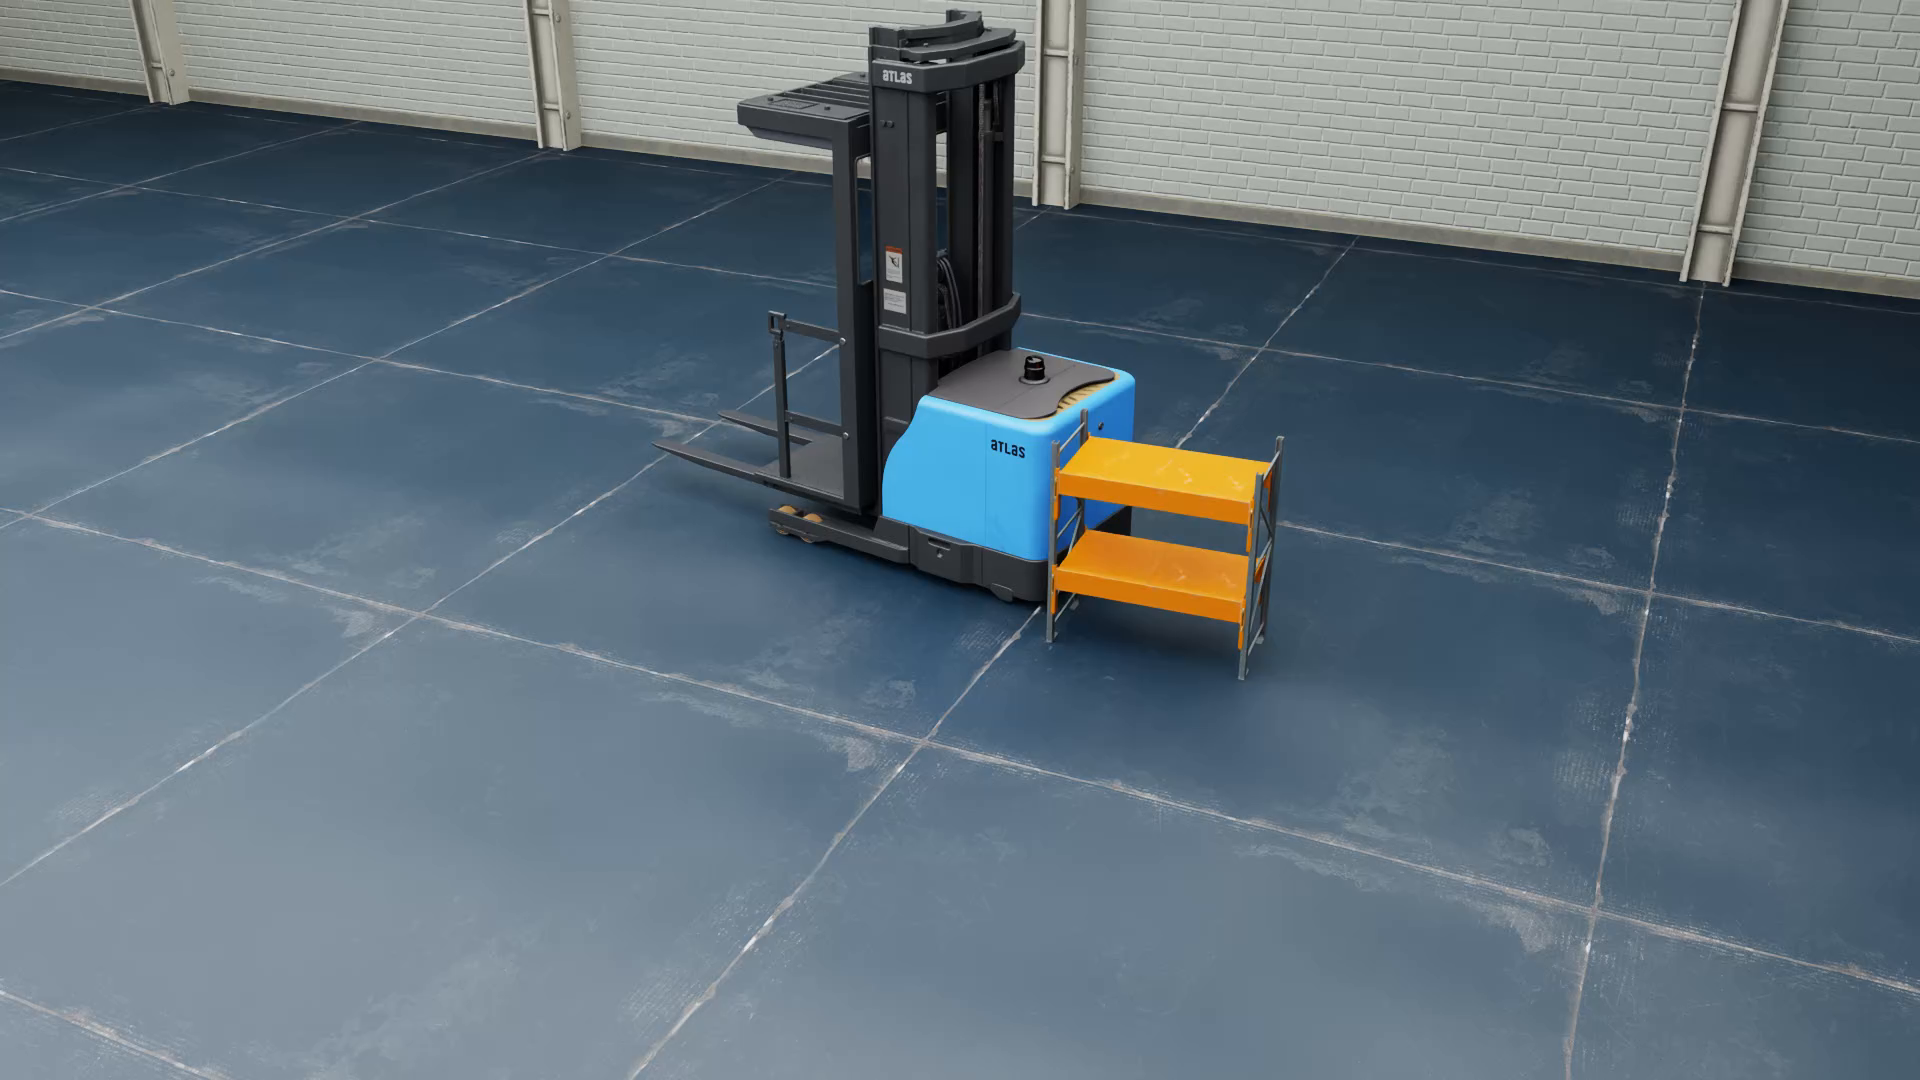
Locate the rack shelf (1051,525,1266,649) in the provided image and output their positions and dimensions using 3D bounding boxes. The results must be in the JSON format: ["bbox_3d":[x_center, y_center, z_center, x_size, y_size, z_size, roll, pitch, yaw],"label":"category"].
[{"bbox_3d":[1.028,0.231,8.562,1.000,0.278,0.538,10,28,19],"label":"rack shelf"}]

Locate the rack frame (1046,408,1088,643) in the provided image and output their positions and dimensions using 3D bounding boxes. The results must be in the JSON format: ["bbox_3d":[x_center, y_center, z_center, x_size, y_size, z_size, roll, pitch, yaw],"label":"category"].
[{"bbox_3d":[0.556,-0.072,8.623,0.032,1.125,0.500,10,28,19],"label":"rack frame"}]

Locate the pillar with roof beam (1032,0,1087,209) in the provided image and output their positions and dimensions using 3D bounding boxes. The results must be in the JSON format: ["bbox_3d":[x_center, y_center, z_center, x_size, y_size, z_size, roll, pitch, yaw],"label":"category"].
[{"bbox_3d":[-0.826,-5.654,11.047,0.400,9.000,9.100,11,28,22],"label":"pillar with roof beam"}]

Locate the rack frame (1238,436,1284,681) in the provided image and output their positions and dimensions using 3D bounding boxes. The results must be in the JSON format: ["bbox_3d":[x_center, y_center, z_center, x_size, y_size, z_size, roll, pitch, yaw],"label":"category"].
[{"bbox_3d":[1.500,0.095,8.284,0.032,1.125,0.500,10,28,19],"label":"rack frame"}]

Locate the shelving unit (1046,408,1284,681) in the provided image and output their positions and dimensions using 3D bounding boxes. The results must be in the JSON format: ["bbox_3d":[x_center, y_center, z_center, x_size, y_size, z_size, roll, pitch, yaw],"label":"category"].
[{"bbox_3d":[1.028,0.011,8.454,1.048,1.125,0.538,10,28,19],"label":"shelving unit"}]

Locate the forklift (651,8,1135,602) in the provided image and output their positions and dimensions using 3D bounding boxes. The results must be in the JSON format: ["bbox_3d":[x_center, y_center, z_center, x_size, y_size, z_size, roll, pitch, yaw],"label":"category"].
[{"bbox_3d":[-0.516,-1.472,9.422,3.031,2.935,1.130,17,31,31],"label":"forklift"}]

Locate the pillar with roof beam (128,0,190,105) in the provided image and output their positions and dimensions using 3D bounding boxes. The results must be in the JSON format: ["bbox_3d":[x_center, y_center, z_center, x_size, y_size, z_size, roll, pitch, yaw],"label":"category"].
[{"bbox_3d":[-11.749,-7.848,15.503,0.400,9.000,9.100,11,28,22],"label":"pillar with roof beam"}]

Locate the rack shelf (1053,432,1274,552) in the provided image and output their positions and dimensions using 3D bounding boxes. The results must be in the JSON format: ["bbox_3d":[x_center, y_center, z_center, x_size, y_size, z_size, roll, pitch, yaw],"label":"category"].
[{"bbox_3d":[1.028,-0.251,8.325,1.000,0.278,0.538,10,28,19],"label":"rack shelf"}]

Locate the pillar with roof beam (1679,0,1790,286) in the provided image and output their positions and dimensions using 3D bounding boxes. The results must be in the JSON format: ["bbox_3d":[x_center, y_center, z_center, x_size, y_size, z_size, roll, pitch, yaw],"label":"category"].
[{"bbox_3d":[4.636,-4.557,8.818,0.400,9.000,9.100,11,28,22],"label":"pillar with roof beam"}]

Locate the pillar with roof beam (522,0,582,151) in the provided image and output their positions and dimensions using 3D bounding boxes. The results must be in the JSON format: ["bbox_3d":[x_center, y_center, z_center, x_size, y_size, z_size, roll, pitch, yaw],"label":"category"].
[{"bbox_3d":[-6.288,-6.751,13.275,0.400,9.000,9.100,11,28,22],"label":"pillar with roof beam"}]
